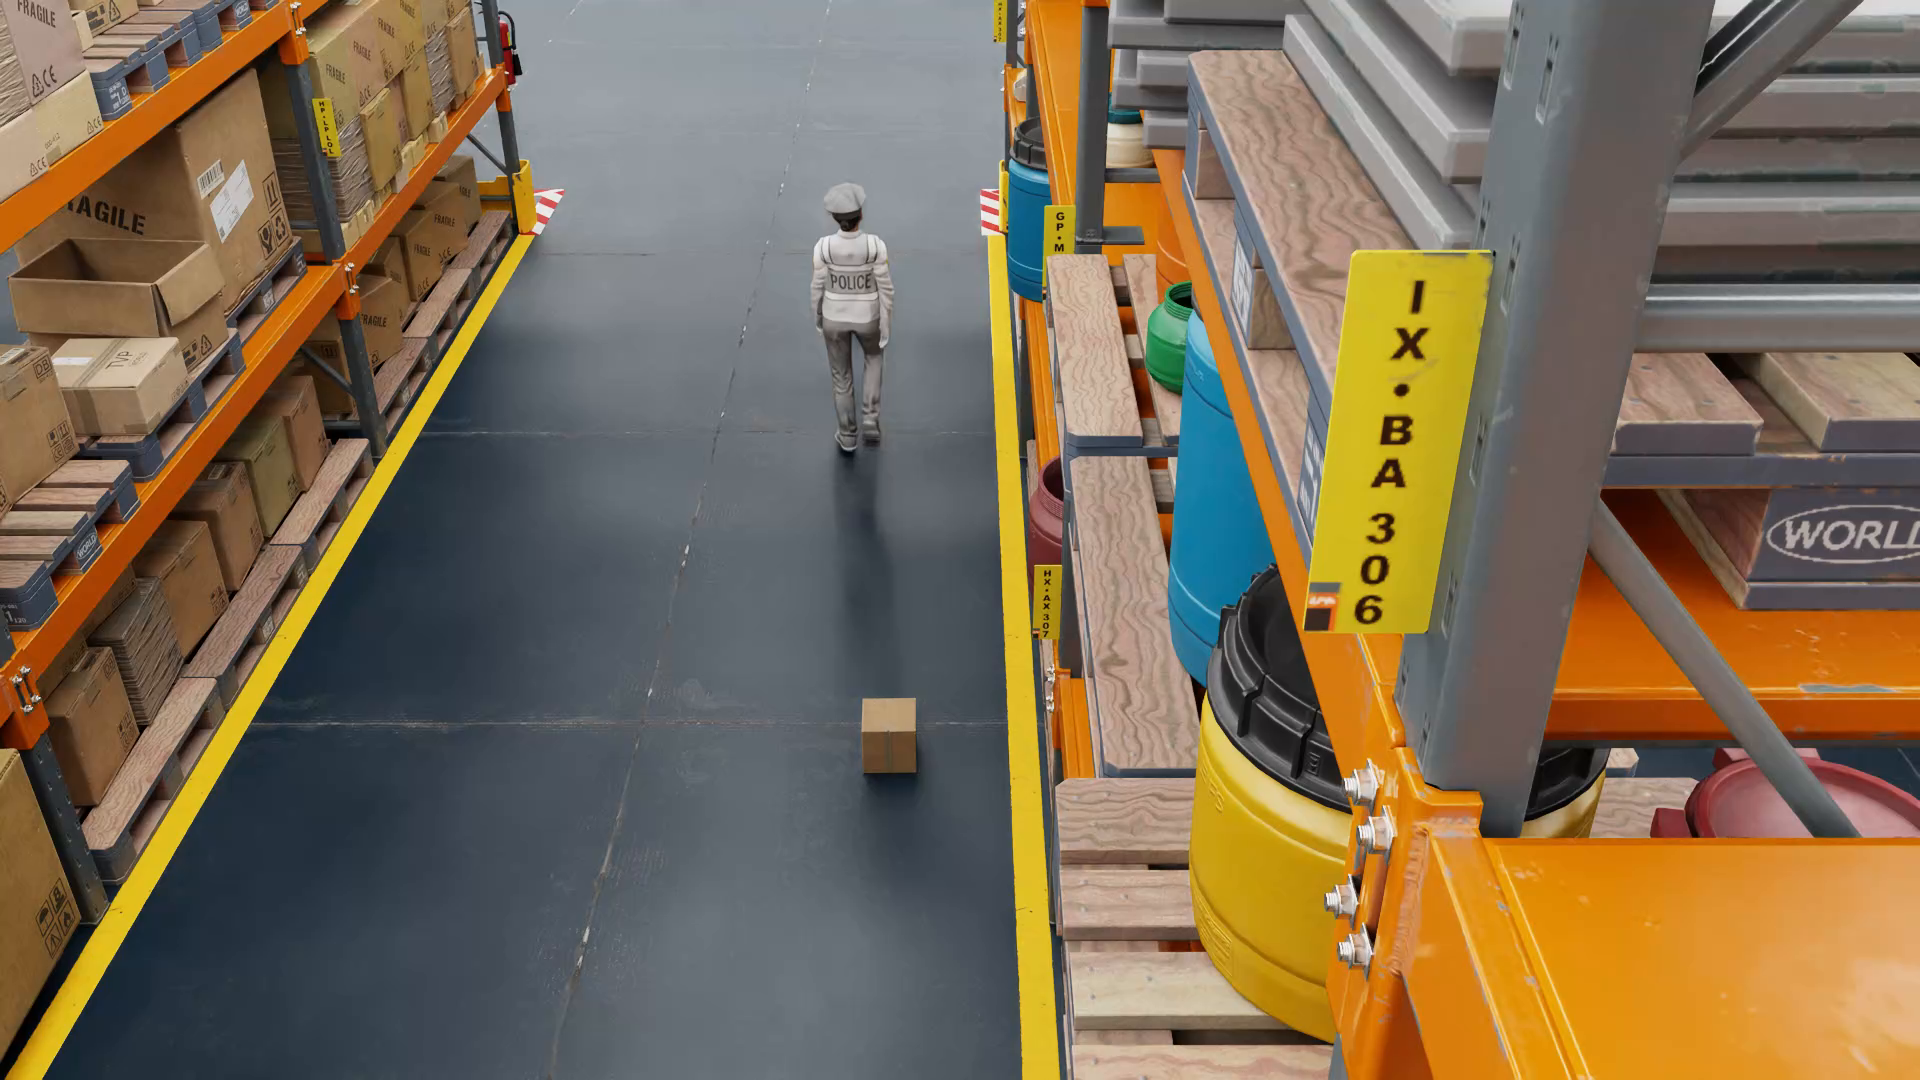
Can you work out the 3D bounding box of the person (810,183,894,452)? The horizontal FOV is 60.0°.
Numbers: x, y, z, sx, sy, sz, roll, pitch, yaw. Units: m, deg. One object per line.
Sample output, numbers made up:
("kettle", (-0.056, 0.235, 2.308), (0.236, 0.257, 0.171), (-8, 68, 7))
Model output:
("person", (-0.650, -1.339, 10.052), (0.491, 1.703, 0.448), (-4, 32, -7))
